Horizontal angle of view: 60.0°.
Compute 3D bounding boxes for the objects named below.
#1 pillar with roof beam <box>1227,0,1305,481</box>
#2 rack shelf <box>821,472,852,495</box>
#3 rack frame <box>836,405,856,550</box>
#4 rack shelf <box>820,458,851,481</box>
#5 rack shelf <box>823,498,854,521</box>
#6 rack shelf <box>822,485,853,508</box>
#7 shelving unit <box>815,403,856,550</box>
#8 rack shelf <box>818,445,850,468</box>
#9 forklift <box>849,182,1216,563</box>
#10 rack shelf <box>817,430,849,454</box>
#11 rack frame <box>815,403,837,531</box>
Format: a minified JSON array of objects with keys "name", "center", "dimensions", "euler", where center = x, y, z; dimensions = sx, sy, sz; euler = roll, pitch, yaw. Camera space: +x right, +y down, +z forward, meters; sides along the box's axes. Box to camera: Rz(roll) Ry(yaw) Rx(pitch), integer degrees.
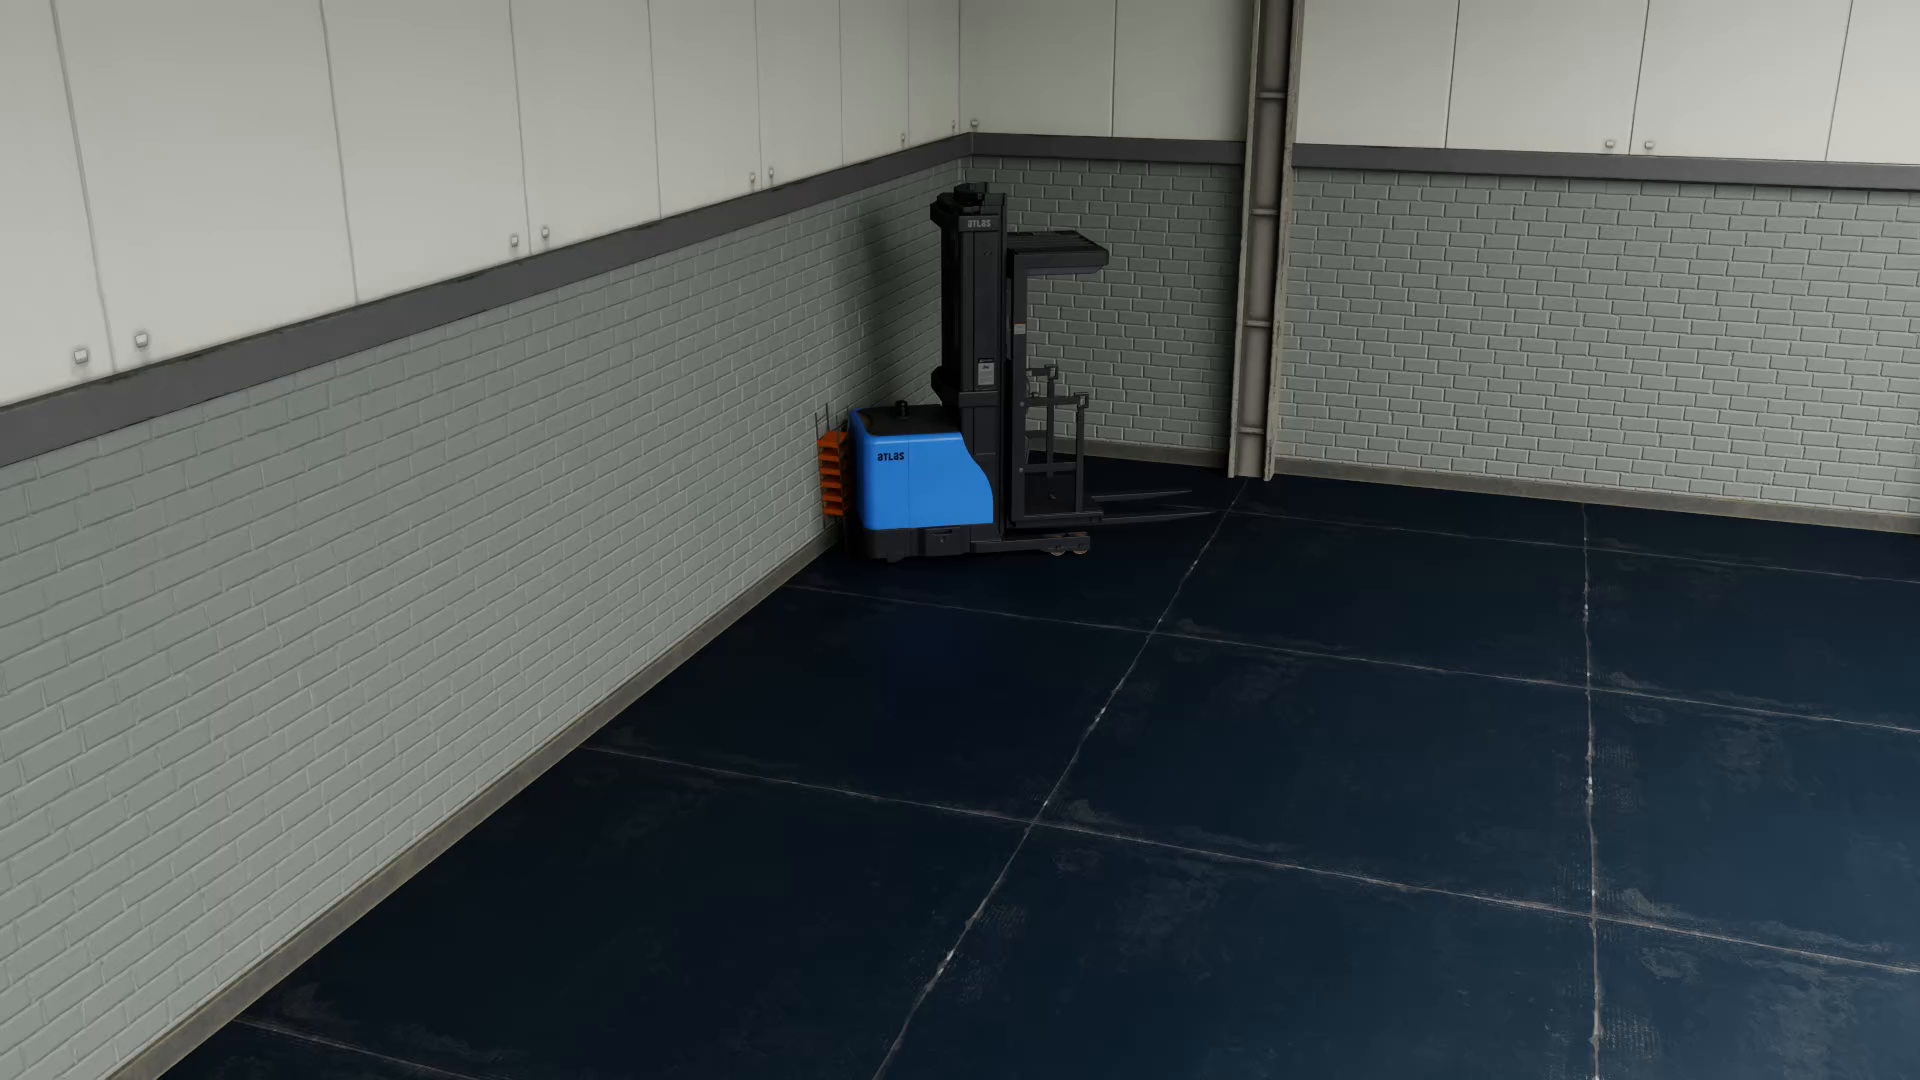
[{"name":"pillar with roof beam","center":[1.363,-3.534,10.545],"dimensions":[0.400,9.000,9.100],"euler":[7,20,18]},{"name":"rack shelf","center":[-1.014,-0.477,13.730],"dimensions":[0.180,0.103,0.258],"euler":[7,27,19]},{"name":"rack frame","center":[-0.930,-0.507,13.681],"dimensions":[0.006,1.200,0.240],"euler":[7,27,19]},{"name":"rack shelf","center":[-1.019,-0.586,13.678],"dimensions":[0.180,0.103,0.258],"euler":[7,27,19]},{"name":"rack shelf","center":[-1.005,-0.261,13.833],"dimensions":[0.180,0.103,0.258],"euler":[7,27,19]},{"name":"rack shelf","center":[-1.010,-0.369,13.781],"dimensions":[0.180,0.103,0.258],"euler":[7,27,19]},{"name":"shelving unit","center":[-1.016,-0.517,13.711],"dimensions":[0.189,1.200,0.258],"euler":[7,27,19]},{"name":"rack shelf","center":[-1.024,-0.694,13.627],"dimensions":[0.180,0.103,0.258],"euler":[7,27,19]},{"name":"forklift","center":[0.617,-1.423,13.707],"dimensions":[3.031,2.935,1.130],"euler":[-4,20,-10]},{"name":"rack shelf","center":[-1.028,-0.802,13.575],"dimensions":[0.180,0.103,0.258],"euler":[7,27,19]},{"name":"rack frame","center":[-1.102,-0.528,13.740],"dimensions":[0.006,1.200,0.240],"euler":[7,27,19]}]
